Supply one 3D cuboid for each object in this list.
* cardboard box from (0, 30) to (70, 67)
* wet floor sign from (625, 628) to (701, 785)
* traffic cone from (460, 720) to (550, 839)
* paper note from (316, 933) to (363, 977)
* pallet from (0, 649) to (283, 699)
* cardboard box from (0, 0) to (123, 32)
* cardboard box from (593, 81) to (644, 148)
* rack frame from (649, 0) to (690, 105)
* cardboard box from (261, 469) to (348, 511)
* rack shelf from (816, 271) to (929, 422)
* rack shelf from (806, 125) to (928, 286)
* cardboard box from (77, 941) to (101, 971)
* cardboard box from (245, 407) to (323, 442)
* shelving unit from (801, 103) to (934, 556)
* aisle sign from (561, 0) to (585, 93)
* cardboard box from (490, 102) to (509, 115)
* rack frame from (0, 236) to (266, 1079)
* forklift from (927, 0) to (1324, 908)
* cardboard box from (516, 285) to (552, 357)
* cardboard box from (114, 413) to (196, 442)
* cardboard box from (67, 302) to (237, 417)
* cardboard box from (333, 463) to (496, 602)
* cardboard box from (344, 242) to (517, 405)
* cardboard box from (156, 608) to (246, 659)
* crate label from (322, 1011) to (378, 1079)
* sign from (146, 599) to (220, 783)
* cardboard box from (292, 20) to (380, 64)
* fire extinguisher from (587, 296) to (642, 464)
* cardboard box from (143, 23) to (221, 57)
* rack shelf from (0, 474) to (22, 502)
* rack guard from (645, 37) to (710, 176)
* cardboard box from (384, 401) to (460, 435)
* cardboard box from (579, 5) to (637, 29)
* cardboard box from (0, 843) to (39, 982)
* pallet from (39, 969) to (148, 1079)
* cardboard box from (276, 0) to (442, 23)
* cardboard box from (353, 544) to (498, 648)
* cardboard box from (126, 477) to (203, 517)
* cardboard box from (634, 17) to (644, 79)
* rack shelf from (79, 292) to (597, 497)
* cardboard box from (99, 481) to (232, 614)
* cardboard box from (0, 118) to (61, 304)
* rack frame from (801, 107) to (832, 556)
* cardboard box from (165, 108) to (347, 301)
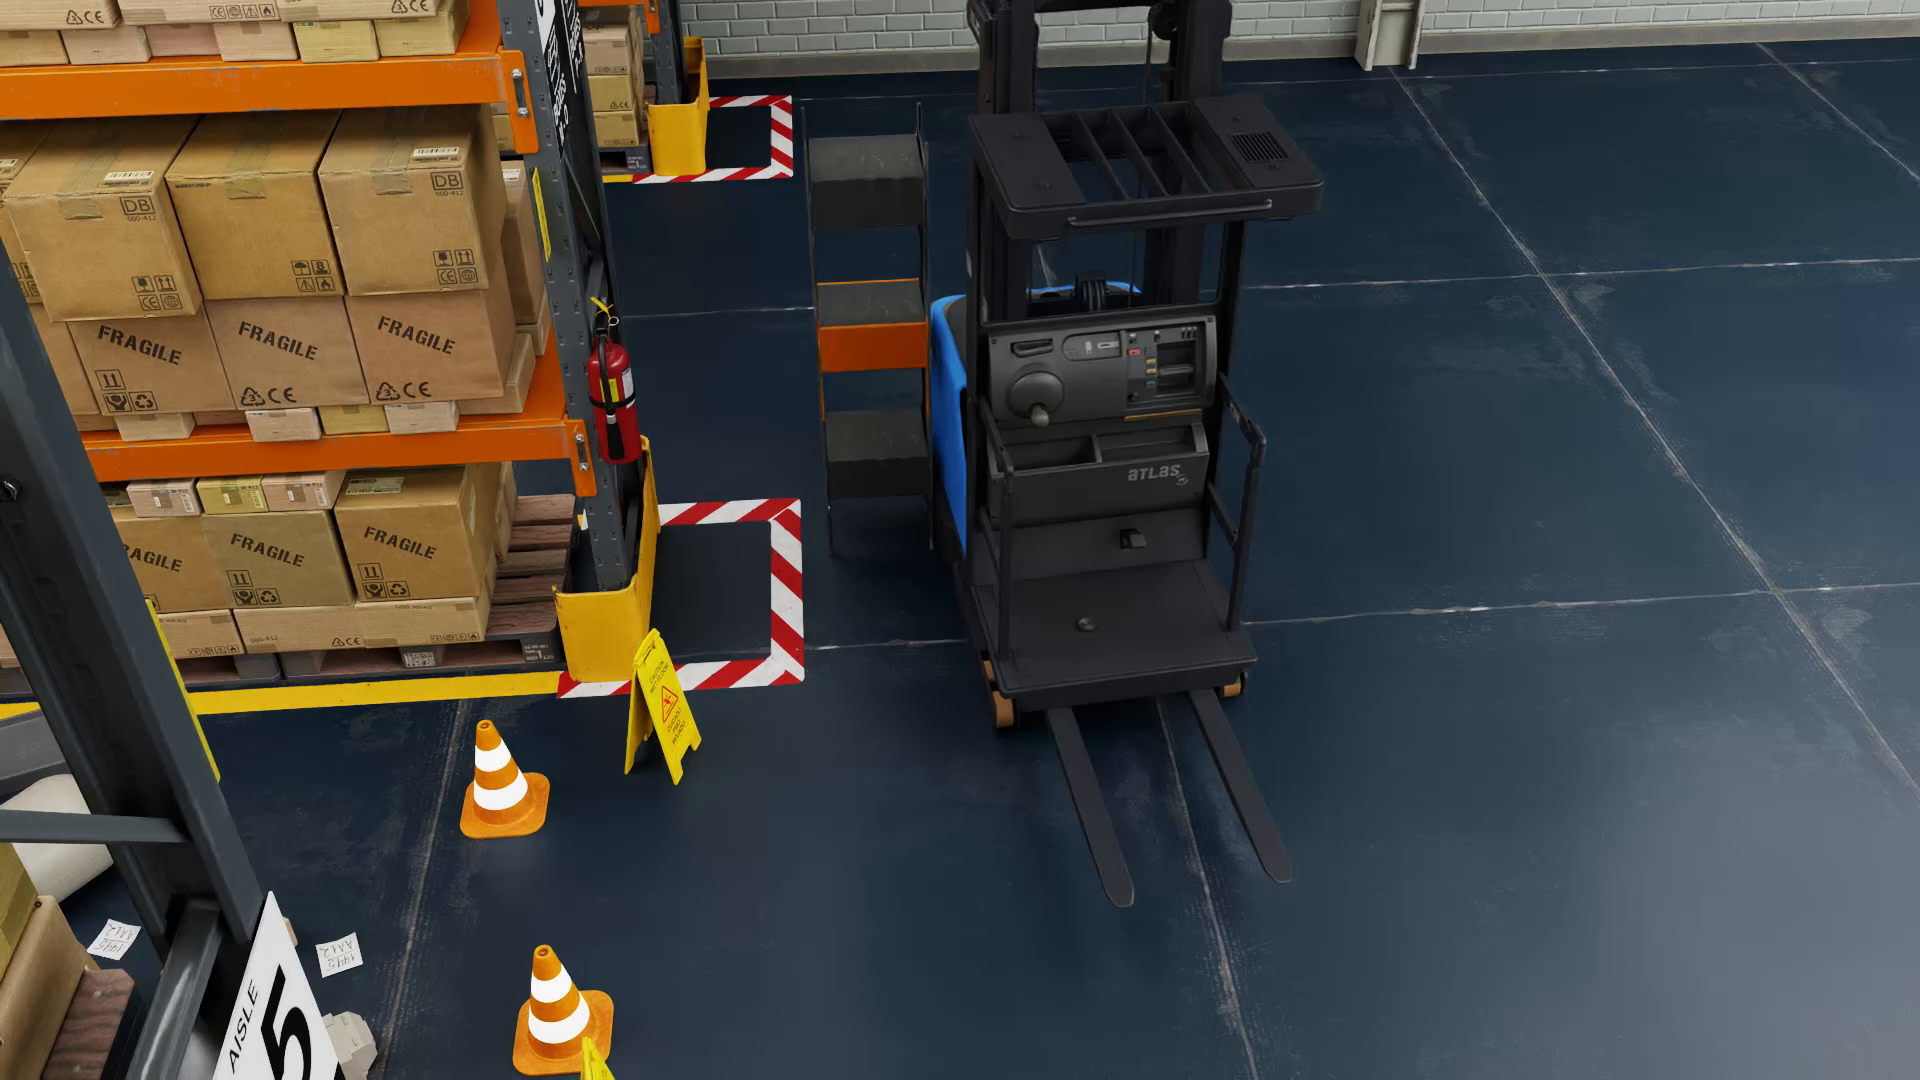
[{"bbox_3d":[-3.128,-1.756,5.657,0.250,0.149,0.380,-4,38,-5],"label":"cardboard box"},{"bbox_3d":[-1.235,0.652,6.725,0.232,0.644,0.267,9,39,12],"label":"wet floor sign"},{"bbox_3d":[-1.833,0.893,6.567,0.334,0.463,0.336,-3,38,-4],"label":"traffic cone"},{"bbox_3d":[-2.284,1.523,6.117,0.142,0.019,0.148,-16,41,-19],"label":"paper note"},{"bbox_3d":[-3.620,0.264,7.567,1.213,0.211,1.003,-3,38,-4],"label":"pallet"},{"bbox_3d":[-3.022,-1.905,5.524,0.500,0.250,0.500,-2,38,-3],"label":"cardboard box"},{"bbox_3d":[-2.403,-2.849,11.142,0.500,0.250,0.500,-3,38,-4],"label":"cardboard box"},{"bbox_3d":[-1.963,-3.985,10.701,0.127,3.000,1.000,-3,38,-4],"label":"rack frame"},{"bbox_3d":[-2.654,-0.290,6.770,0.250,0.149,0.380,-2,38,-3],"label":"cardboard box"},{"bbox_3d":[-0.397,-0.874,7.507,0.480,0.518,0.431,-4,38,-4],"label":"rack shelf"},{"bbox_3d":[-0.397,-1.424,7.073,0.480,0.518,0.431,-4,38,-4],"label":"rack shelf"},{"bbox_3d":[-3.044,1.716,5.491,0.797,0.503,0.637,32,48,34],"label":"cardboard box"},{"bbox_3d":[-2.626,-0.555,6.557,0.250,0.149,0.380,-3,38,-3],"label":"cardboard box"},{"bbox_3d":[-0.397,-0.885,7.498,0.503,2.100,0.431,-3,38,-4],"label":"shelving unit"},{"bbox_3d":[-1.485,-2.138,6.261,0.004,0.787,0.394,-3,38,-4],"label":"aisle sign"},{"bbox_3d":[-2.920,-3.026,10.963,0.500,0.250,0.500,-3,38,-4],"label":"cardboard box"},{"bbox_3d":[-0.980,-0.229,1.097,0.127,3.000,1.000,-3,38,-4],"label":"rack frame"},{"bbox_3d":[0.614,-0.603,6.470,1.130,2.935,3.031,-7,39,-8],"label":"forklift"},{"bbox_3d":[-1.876,-0.933,7.035,0.250,0.149,0.380,-3,38,-4],"label":"cardboard box"},{"bbox_3d":[-3.141,-0.558,6.560,0.250,0.149,0.380,-4,38,-4],"label":"cardboard box"},{"bbox_3d":[-3.033,-0.829,6.380,0.500,0.500,0.500,-3,38,-4],"label":"cardboard box"},{"bbox_3d":[-2.294,-0.097,7.049,0.500,0.500,0.500,-3,38,-4],"label":"cardboard box"},{"bbox_3d":[-2.035,-0.879,6.443,0.500,0.500,0.500,-4,38,-5],"label":"cardboard box"},{"bbox_3d":[-3.338,0.258,7.204,0.500,0.250,0.500,-4,38,-6],"label":"cardboard box"},{"bbox_3d":[-2.174,1.769,5.720,0.298,0.136,0.250,-24,44,-27],"label":"crate label"},{"bbox_3d":[-1.023,0.232,2.166,0.005,0.325,0.100,-3,38,-4],"label":"sign"},{"bbox_3d":[-2.095,-1.775,5.682,0.250,0.149,0.380,-3,38,-4],"label":"cardboard box"},{"bbox_3d":[-1.364,-0.614,6.491,0.183,0.674,0.296,-3,38,-4],"label":"fire extinguisher"},{"bbox_3d":[-2.621,-1.809,5.724,0.250,0.149,0.380,-3,38,-4],"label":"cardboard box"},{"bbox_3d":[-2.972,0.320,1.305,4.000,0.370,1.077,-3,38,-4],"label":"rack shelf"},{"bbox_3d":[-1.939,-3.005,11.477,0.348,0.500,1.175,-3,38,-4],"label":"rack guard"},{"bbox_3d":[-2.115,-0.589,6.600,0.250,0.149,0.380,-4,38,-5],"label":"cardboard box"},{"bbox_3d":[-2.458,-3.553,11.227,0.500,0.250,0.500,-4,38,-5],"label":"cardboard box"},{"bbox_3d":[-1.483,0.555,1.987,0.500,0.250,0.500,-3,38,-4],"label":"cardboard box"},{"bbox_3d":[-1.718,1.031,1.994,1.213,0.211,1.003,-3,38,-4],"label":"pallet"},{"bbox_3d":[-2.005,-1.964,5.598,0.500,0.250,0.500,-4,38,-5],"label":"cardboard box"},{"bbox_3d":[-2.324,0.204,7.273,0.500,0.250,0.500,-3,38,-4],"label":"cardboard box"},{"bbox_3d":[-3.167,-0.265,6.738,0.250,0.149,0.380,-2,38,-2],"label":"cardboard box"},{"bbox_3d":[-2.449,-3.369,11.397,0.500,0.250,0.500,-2,38,-3],"label":"cardboard box"},{"bbox_3d":[-3.511,-0.530,6.903,4.000,0.370,1.077,-3,38,-4],"label":"rack shelf"},{"bbox_3d":[-3.317,-0.043,6.981,0.500,0.500,0.500,-4,38,-5],"label":"cardboard box"},{"bbox_3d":[-3.521,-1.252,6.109,0.500,0.500,0.700,-3,38,-4],"label":"cardboard box"},{"bbox_3d":[-0.640,-0.870,7.480,0.015,2.100,0.400,-3,38,-4],"label":"rack frame"},{"bbox_3d":[-2.513,-1.285,6.151,0.500,0.500,0.700,-3,38,-4],"label":"cardboard box"}]
